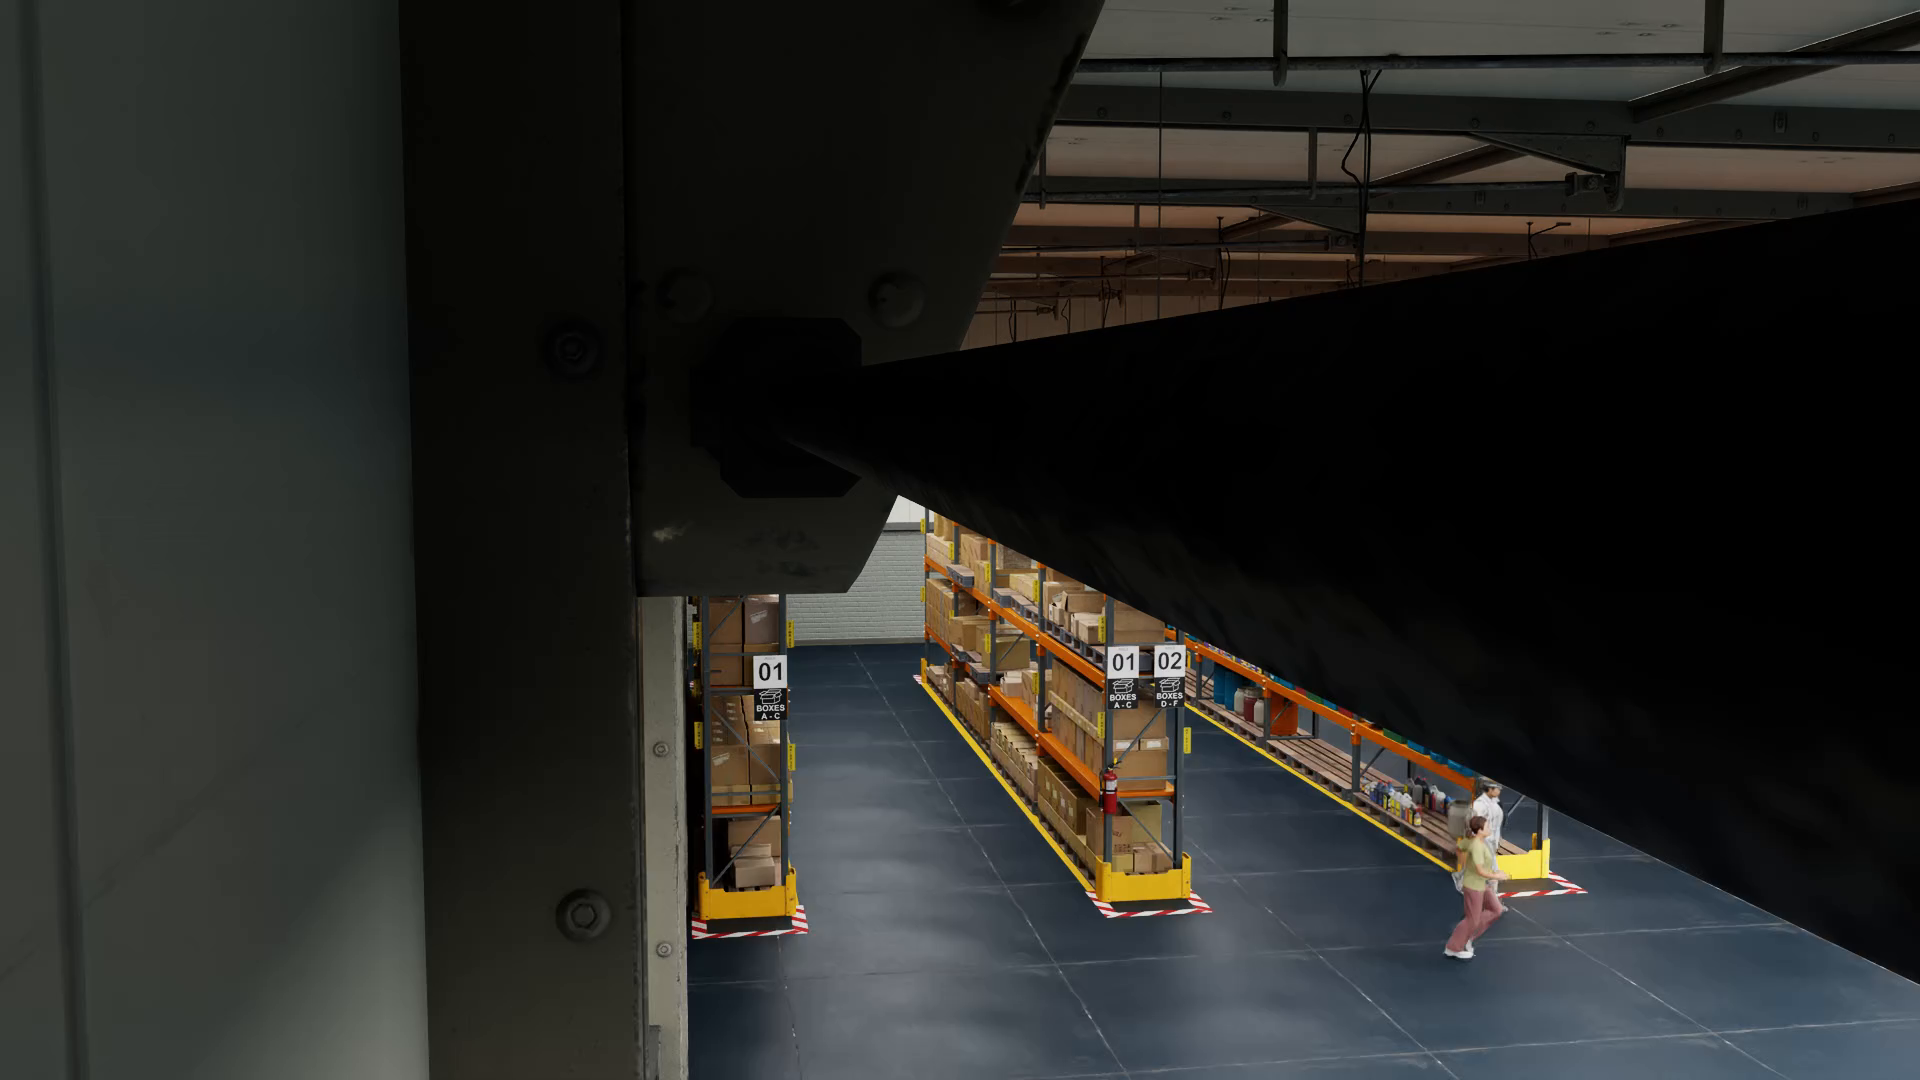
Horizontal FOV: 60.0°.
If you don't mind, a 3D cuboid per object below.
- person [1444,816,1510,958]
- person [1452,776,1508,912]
[{"bbox_3d":[5.781,3.873,18.563,0.679,1.627,0.553,1,5,16],"label":"person"},{"bbox_3d":[6.446,3.699,20.565,0.570,1.606,0.908,-4,7,-41],"label":"person"}]
